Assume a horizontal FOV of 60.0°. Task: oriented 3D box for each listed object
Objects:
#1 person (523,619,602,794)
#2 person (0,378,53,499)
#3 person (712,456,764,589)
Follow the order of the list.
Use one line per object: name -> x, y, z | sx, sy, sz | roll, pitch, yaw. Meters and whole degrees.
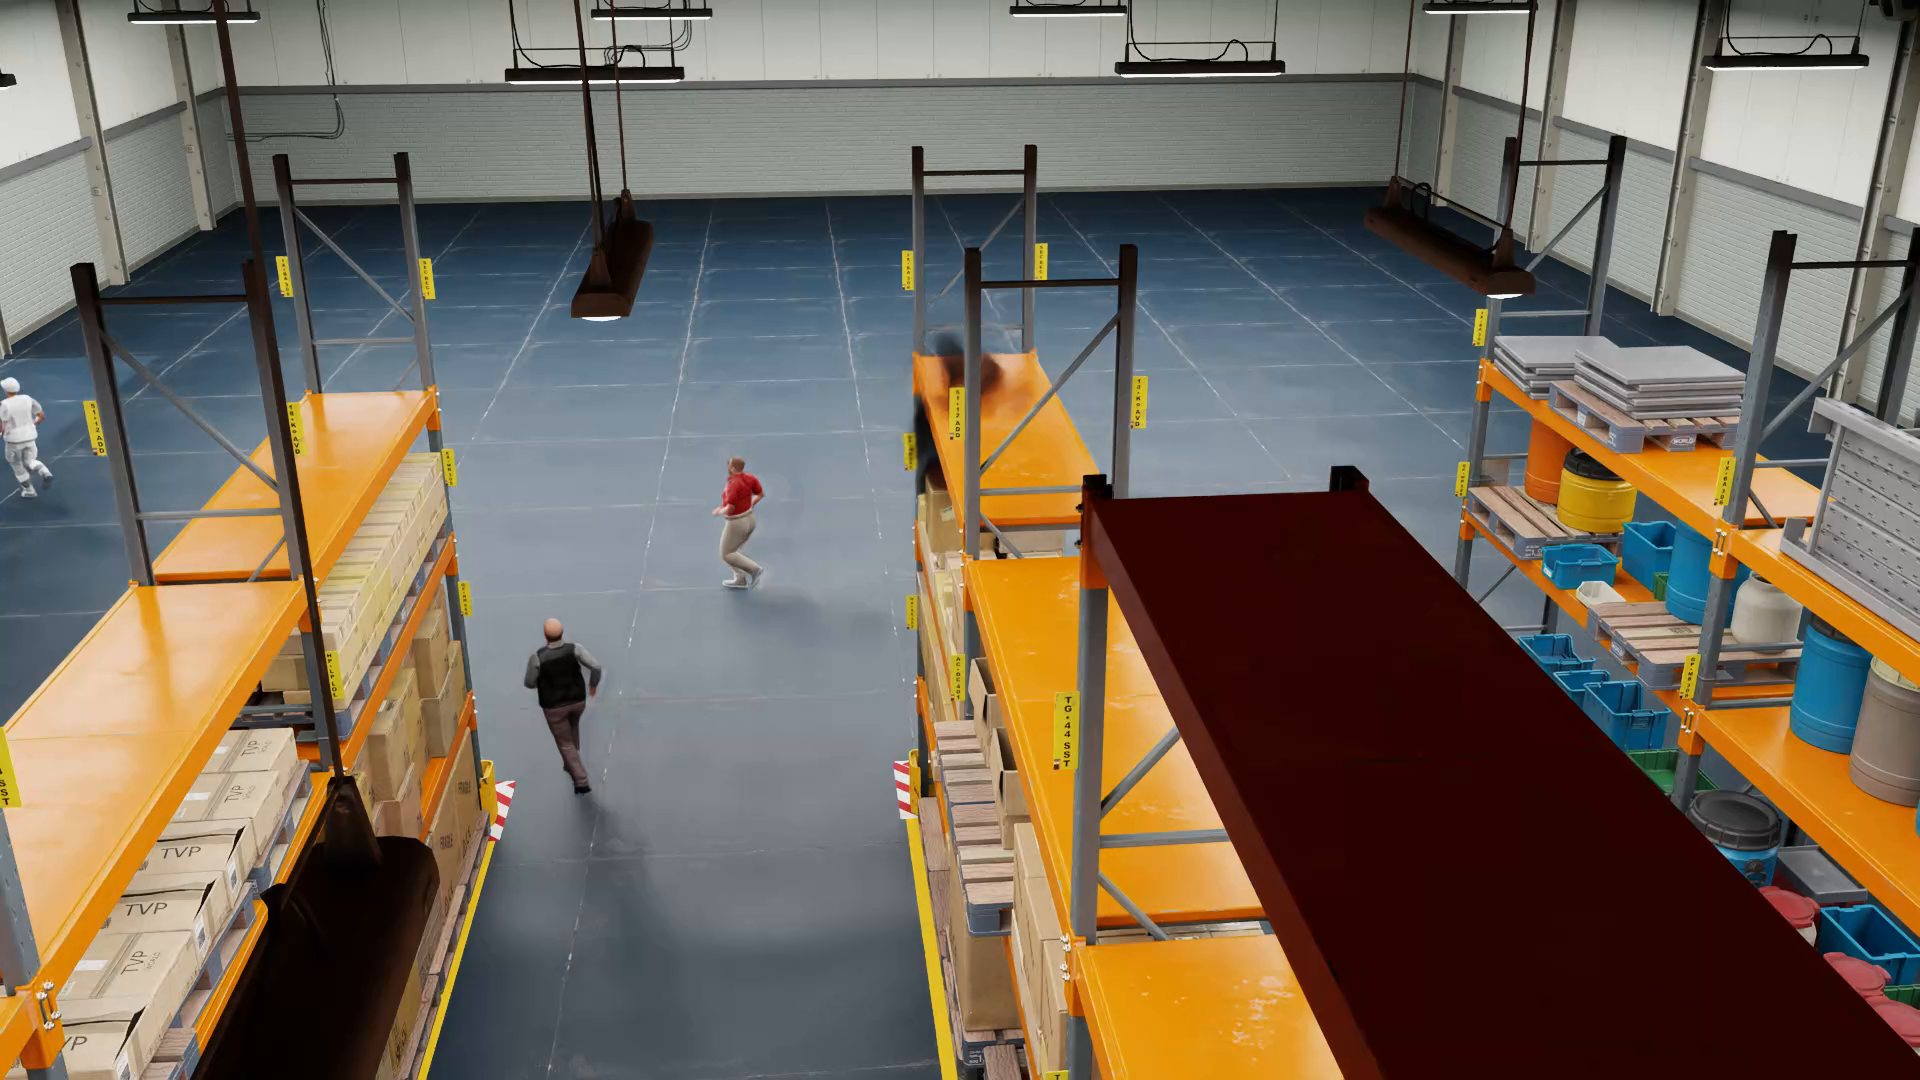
person -> -3.673, 1.549, 15.404 | 0.664, 1.753, 0.895 | -14, 25, -31
person -> -12.828, -1.371, 22.751 | 0.704, 1.749, 0.656 | 14, 26, 32
person -> -2.618, -0.195, 19.858 | 0.627, 1.675, 0.656 | 10, 24, 24
